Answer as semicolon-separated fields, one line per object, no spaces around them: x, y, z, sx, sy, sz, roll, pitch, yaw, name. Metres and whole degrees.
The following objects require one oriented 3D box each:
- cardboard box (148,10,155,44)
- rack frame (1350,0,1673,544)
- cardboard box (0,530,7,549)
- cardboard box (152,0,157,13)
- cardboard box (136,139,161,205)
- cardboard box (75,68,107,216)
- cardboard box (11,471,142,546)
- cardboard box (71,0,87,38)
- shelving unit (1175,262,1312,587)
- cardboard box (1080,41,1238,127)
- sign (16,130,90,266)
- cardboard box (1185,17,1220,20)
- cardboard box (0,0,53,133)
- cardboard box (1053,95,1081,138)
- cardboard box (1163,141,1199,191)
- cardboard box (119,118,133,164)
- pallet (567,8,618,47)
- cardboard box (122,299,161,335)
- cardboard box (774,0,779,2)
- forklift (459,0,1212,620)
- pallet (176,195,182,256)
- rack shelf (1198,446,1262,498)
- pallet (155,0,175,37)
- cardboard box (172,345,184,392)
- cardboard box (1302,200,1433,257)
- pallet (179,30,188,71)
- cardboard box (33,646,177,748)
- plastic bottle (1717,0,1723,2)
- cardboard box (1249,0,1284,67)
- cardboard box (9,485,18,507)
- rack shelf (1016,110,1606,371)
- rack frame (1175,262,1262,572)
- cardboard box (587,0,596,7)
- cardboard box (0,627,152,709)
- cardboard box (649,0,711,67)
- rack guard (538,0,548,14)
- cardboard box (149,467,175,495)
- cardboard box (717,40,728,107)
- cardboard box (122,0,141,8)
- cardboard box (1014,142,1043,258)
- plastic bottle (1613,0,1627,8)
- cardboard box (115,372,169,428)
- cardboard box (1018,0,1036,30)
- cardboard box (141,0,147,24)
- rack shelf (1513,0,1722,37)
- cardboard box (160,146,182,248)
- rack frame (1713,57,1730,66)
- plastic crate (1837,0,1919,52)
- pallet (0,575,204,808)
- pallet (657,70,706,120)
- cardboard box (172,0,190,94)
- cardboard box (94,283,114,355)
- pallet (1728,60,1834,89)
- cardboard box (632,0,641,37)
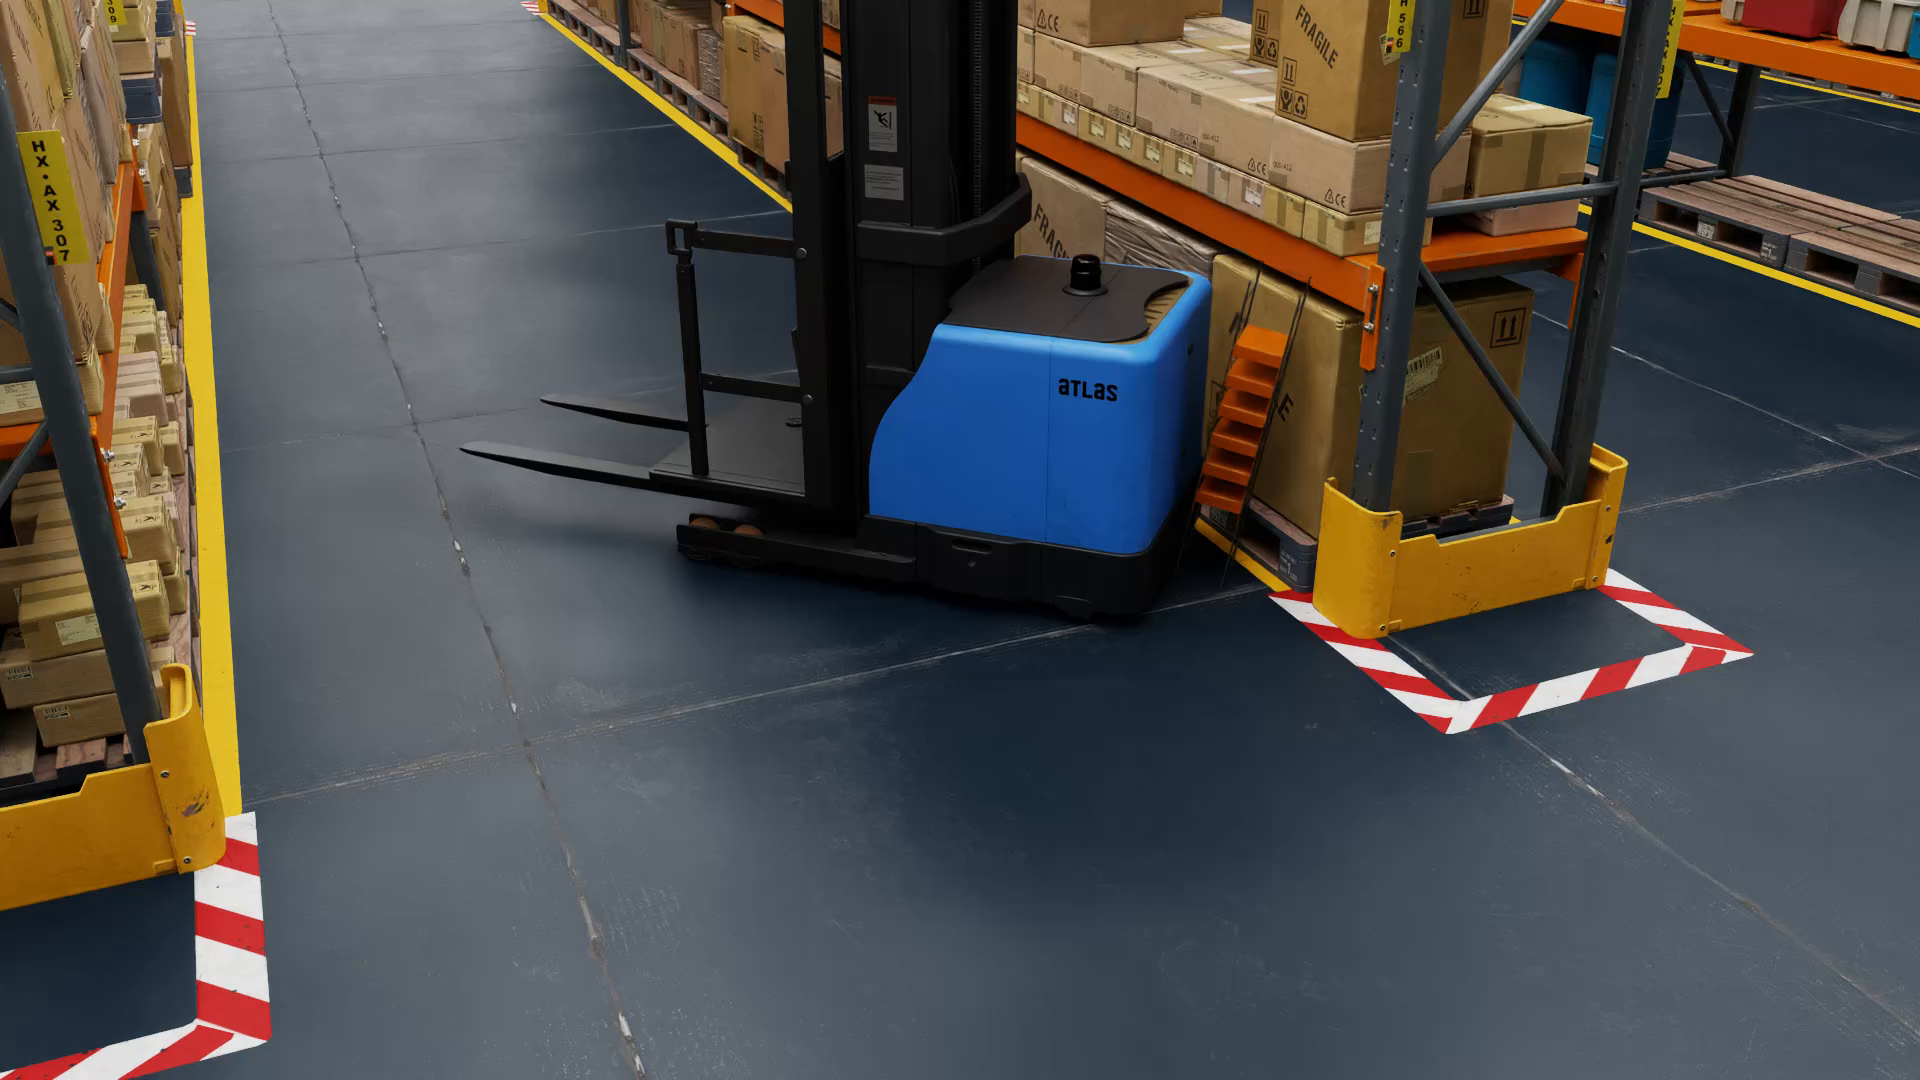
-4.308;-2.589;8.441;0.380;0.149;0.250;-10;28;-20;cardboard box
1.898;-1.158;5.702;1.000;3.000;0.127;-11;28;-21;rack frame
-3.390;0.113;5.532;0.380;0.149;0.250;-11;28;-21;cardboard box
-4.724;-3.013;9.310;0.380;0.149;0.250;-10;28;-19;cardboard box
-4.529;-1.922;8.783;0.500;0.250;0.500;-10;28;-19;cardboard box
-3.245;-1.370;5.684;0.500;0.500;0.500;-11;28;-22;cardboard box
-2.970;-0.091;5.611;0.380;0.149;0.250;-12;28;-23;cardboard box
-3.444;-2.029;5.894;0.500;0.500;0.500;-10;28;-19;cardboard box
1.050;-0.415;6.215;0.189;1.200;0.258;17;30;13;shelving unit
0.859;-1.994;7.247;0.500;0.250;0.500;-11;28;-21;cardboard box
-2.206;-0.829;4.042;0.100;0.325;0.005;-11;28;-21;sign
0.951;-2.497;8.278;0.500;0.250;0.500;-10;28;-19;cardboard box
-2.637;-1.201;4.198;0.500;0.500;0.500;-11;28;-21;cardboard box
0.650;-1.960;7.632;0.380;0.149;0.250;-10;28;-20;cardboard box
1.054;-1.544;6.780;0.380;0.149;0.250;-11;28;-22;cardboard box
-3.743;-1.688;7.074;0.380;0.149;0.250;-11;28;-22;cardboard box
-3.578;-5.507;17.789;1.003;0.211;1.213;-11;28;-21;pallet
-3.756;-0.941;7.351;0.380;0.149;0.250;-10;28;-20;cardboard box
-1.091;-3.981;11.372;0.500;0.500;0.500;-11;28;-22;cardboard box
-0.587;-1.412;6.302;3.031;2.935;1.130;9;27;18;forklift
-5.533;-2.007;10.620;1.003;0.211;1.213;-11;28;-21;pallet
1.025;-0.274;6.294;0.180;0.103;0.258;17;30;13;rack shelf
-5.461;-3.220;10.145;1.213;0.211;1.003;-11;28;-21;pallet
-3.805;-0.769;7.677;0.380;0.149;0.250;-10;28;-20;cardboard box
1.456;-1.132;5.936;0.380;0.149;0.250;-10;28;-20;cardboard box
-8.112;-4.751;16.241;1.003;0.211;1.213;-11;28;-21;pallet
-2.616;0.480;5.120;0.380;0.149;0.250;-10;28;-20;cardboard box
5.138;-3.792;11.232;0.061;0.283;0.133;-11;28;-21;plastic bottle
1.554;-2.211;6.837;0.500;0.500;0.500;-11;28;-22;cardboard box
-3.243;-0.162;6.095;0.380;0.149;0.250;-9;27;-18;cardboard box
1.115;-1.642;7.514;1.077;0.370;4.000;-11;28;-21;rack shelf
0.965;-0.442;6.235;0.006;1.200;0.240;17;30;13;rack frame
-3.873;-6.192;18.384;0.500;0.500;0.500;-3;26;-7;cardboard box
-2.674;0.357;5.032;0.380;0.149;0.250;-9;28;-18;cardboard box
-2.411;-4.629;15.160;0.700;0.500;0.500;-11;28;-21;cardboard box
-4.338;-6.463;19.417;1.175;0.500;0.348;-11;28;-21;rack guard
-3.234;-0.143;6.394;0.380;0.149;0.250;-11;28;-21;cardboard box
-1.516;-3.729;13.316;0.700;0.500;0.500;-12;29;-23;cardboard box
-4.003;-2.542;7.668;0.380;0.149;0.250;-9;27;-18;cardboard box
0.517;-1.726;8.810;0.875;0.875;0.875;-11;28;-21;cardboard box
4.437;-3.671;10.992;0.152;0.276;0.135;-11;28;-21;plastic bottle
-3.314;-0.523;6.495;0.380;0.149;0.250;-12;28;-22;cardboard box
0.470;-2.738;7.917;0.500;0.500;0.500;-11;28;-21;cardboard box
-4.106;-2.513;7.947;0.380;0.149;0.250;-11;28;-22;cardboard box
4.106;-4.108;12.564;1.077;0.370;4.000;-11;28;-21;rack shelf
-4.918;-2.000;9.797;0.500;0.500;0.500;-12;28;-23;cardboard box
7.882;-6.088;15.800;1.000;3.000;0.127;-11;28;-21;rack frame
5.318;-2.949;9.438;0.437;0.282;0.530;-11;28;-21;plastic crate
-3.021;0.542;5.399;1.003;0.211;1.213;-11;28;-21;pallet
-2.013;-3.942;14.583;1.003;0.211;1.213;-11;28;-21;pallet
-7.079;-4.133;13.882;1.050;0.750;0.750;-11;28;-21;cardboard box
-2.724;-0.634;4.916;0.380;0.149;0.250;-11;28;-22;cardboard box
8.139;-4.527;15.781;1.003;0.211;1.213;-11;28;-21;pallet
-2.921;-5.236;16.425;0.500;0.500;0.500;-11;28;-22;cardboard box
